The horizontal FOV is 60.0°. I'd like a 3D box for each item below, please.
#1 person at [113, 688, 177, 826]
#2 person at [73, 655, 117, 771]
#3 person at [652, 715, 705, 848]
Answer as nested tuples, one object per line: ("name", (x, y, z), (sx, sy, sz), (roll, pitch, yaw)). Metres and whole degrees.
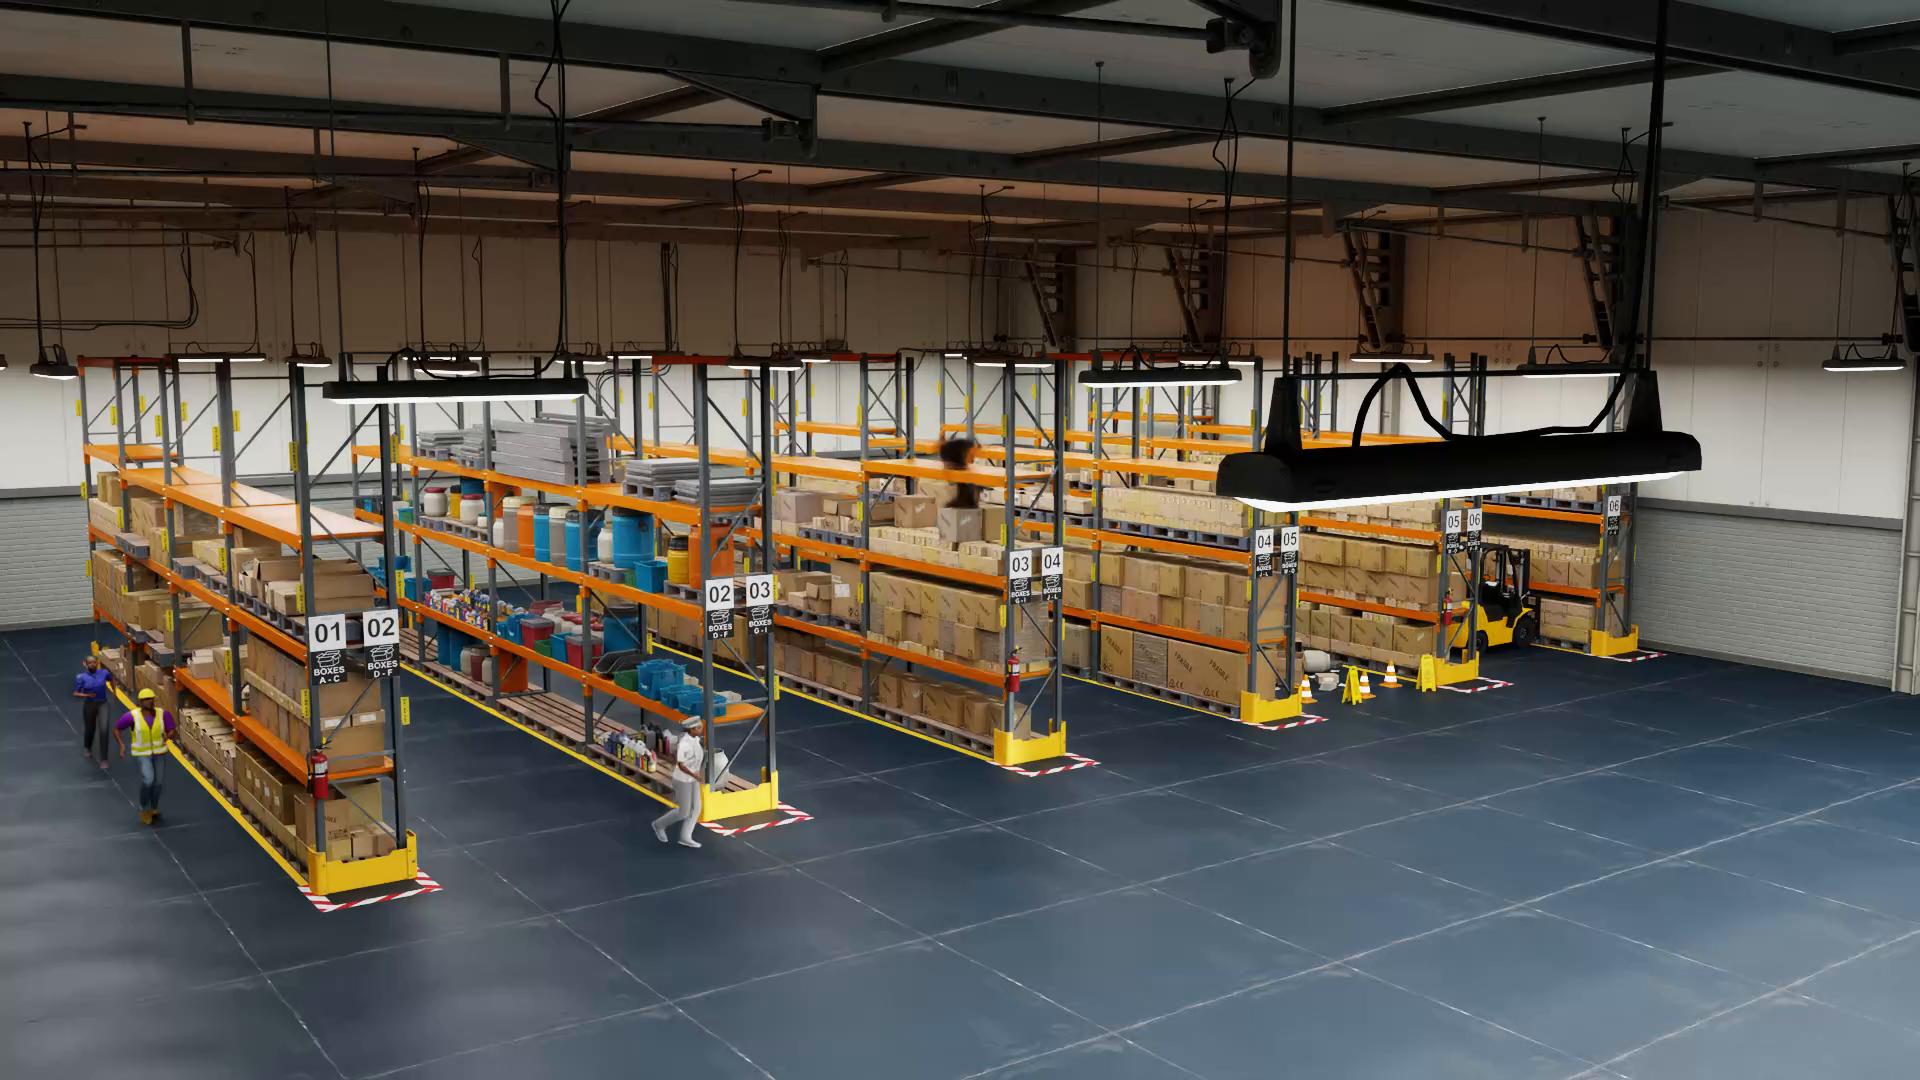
("person", (-10.601, 2.829, 21.742), (0.695, 1.789, 0.720), (-6, 9, -41))
("person", (-12.845, 2.566, 24.727), (0.570, 1.617, 0.898), (-4, 8, -29))
("person", (-3.525, 3.009, 20.861), (0.666, 1.662, 0.589), (2, 7, 14))
